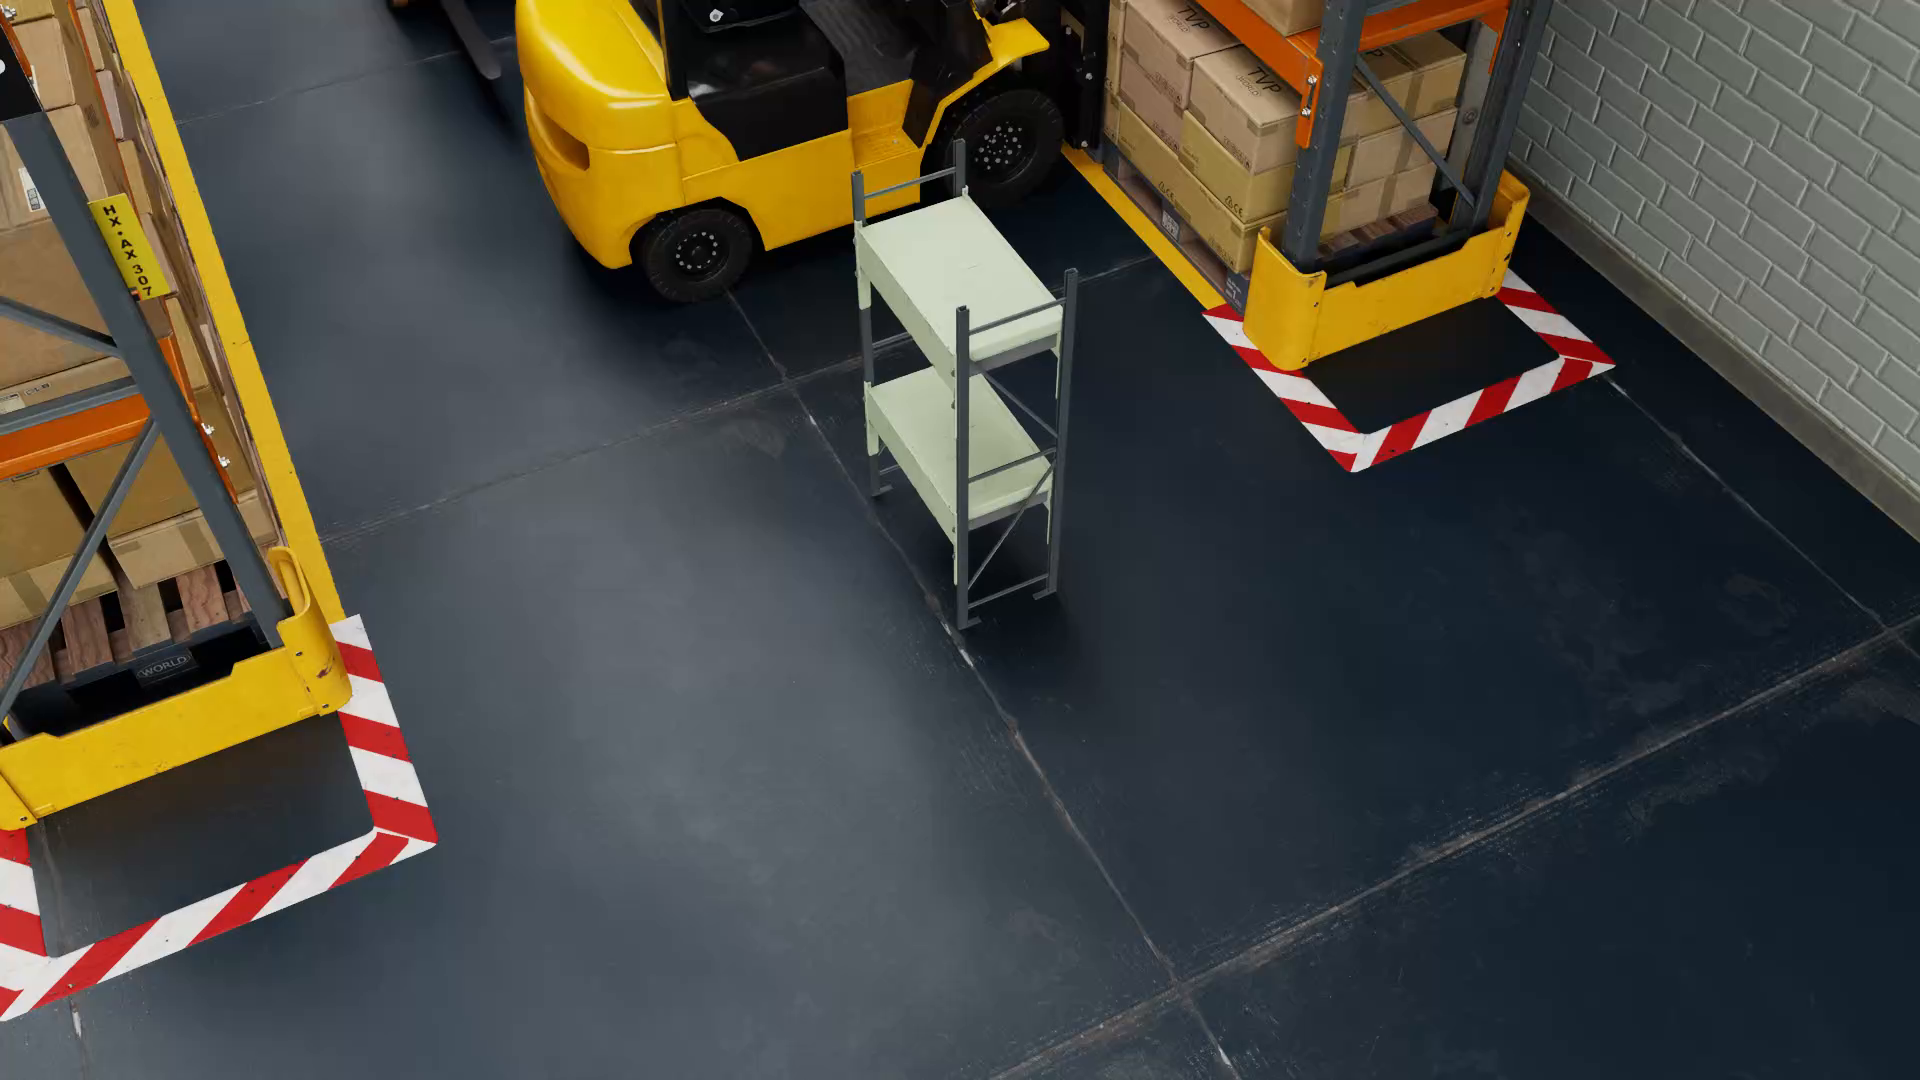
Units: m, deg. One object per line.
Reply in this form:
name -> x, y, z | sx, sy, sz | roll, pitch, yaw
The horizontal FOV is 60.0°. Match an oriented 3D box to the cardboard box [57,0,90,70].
cardboard box -> -3.338, -1.855, 5.616 | 0.500, 0.500, 0.500 | -22, 52, -18

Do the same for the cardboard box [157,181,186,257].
cardboard box -> -3.494, -1.200, 6.855 | 0.500, 0.250, 0.500 | -20, 52, -17

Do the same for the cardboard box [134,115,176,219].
cardboard box -> -3.722, -1.542, 7.154 | 0.500, 0.250, 0.500 | -22, 53, -18

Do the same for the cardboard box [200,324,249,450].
cardboard box -> -3.004, -0.500, 6.242 | 0.500, 0.250, 0.500 | -19, 52, -16

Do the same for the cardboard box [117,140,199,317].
cardboard box -> -3.254, -1.106, 6.274 | 0.500, 0.500, 0.500 | -20, 52, -17

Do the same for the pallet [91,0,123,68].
pallet -> -4.842, -2.568, 8.355 | 1.003, 0.211, 1.213 | -21, 52, -18

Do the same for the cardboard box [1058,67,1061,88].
cardboard box -> 0.564, -2.453, 7.950 | 0.500, 0.250, 0.500 | -20, 52, -16

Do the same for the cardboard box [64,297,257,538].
cardboard box -> -2.789, -0.419, 5.673 | 0.500, 0.500, 0.500 | -23, 53, -19

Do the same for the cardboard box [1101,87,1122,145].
cardboard box -> 0.822, -2.113, 7.653 | 0.500, 0.250, 0.500 | -21, 52, -17

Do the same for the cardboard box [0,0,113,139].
cardboard box -> -3.098, -1.517, 5.320 | 0.500, 0.500, 0.500 | -22, 52, -18

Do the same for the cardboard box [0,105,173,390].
cardboard box -> -2.624, -0.831, 4.720 | 0.500, 0.500, 0.500 | -22, 52, -18

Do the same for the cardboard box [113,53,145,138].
cardboard box -> -3.975, -1.895, 7.462 | 0.500, 0.250, 0.500 | -19, 52, -16

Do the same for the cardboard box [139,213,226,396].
cardboard box -> -3.032, -0.767, 5.978 | 0.500, 0.500, 0.500 | -23, 53, -19

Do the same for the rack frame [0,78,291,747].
rack frame -> -2.654, -0.288, 4.509 | 1.000, 3.000, 0.127 | -21, 52, -18

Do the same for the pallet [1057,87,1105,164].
pallet -> 0.816, -2.395, 8.204 | 1.003, 0.211, 1.213 | -21, 52, -18

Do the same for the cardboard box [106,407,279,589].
cardboard box -> -2.777, -0.156, 5.941 | 0.500, 0.250, 0.500 | -22, 52, -18

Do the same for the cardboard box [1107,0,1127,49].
cardboard box -> 0.791, -2.437, 7.272 | 0.500, 0.250, 0.500 | -21, 52, -17

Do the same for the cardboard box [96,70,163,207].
cardboard box -> -3.506, -1.460, 6.584 | 0.500, 0.500, 0.500 | -19, 51, -16

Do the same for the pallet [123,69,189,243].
pallet -> -4.146, -1.610, 7.518 | 1.003, 0.211, 1.213 | -21, 52, -18

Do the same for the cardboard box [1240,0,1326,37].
cardboard box -> 1.299, -2.272, 6.178 | 0.500, 0.500, 0.500 | -22, 52, -18

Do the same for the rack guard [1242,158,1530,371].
rack guard -> 1.769, -1.161, 6.933 | 1.175, 0.500, 0.348 | -21, 52, -18

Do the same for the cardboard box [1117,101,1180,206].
cardboard box -> 1.043, -1.775, 7.357 | 0.500, 0.250, 0.500 | -21, 52, -18

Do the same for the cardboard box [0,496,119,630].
cardboard box -> -3.274, 0.015, 5.792 | 0.500, 0.250, 0.500 | -21, 52, -18

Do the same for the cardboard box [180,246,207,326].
cardboard box -> -3.265, -0.861, 6.558 | 0.500, 0.250, 0.500 | -18, 51, -15

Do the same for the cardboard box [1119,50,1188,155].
cardboard box -> 1.037, -1.955, 7.183 | 0.500, 0.250, 0.500 | -22, 52, -18

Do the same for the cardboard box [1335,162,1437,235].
cardboard box -> 1.707, -1.629, 7.230 | 0.500, 0.250, 0.500 | -21, 52, -17

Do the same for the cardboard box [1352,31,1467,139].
cardboard box -> 1.706, -1.949, 6.845 | 0.500, 0.250, 0.500 | -22, 52, -18

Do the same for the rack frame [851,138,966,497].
rack frame -> -0.164, -0.734, 5.896 | 0.400, 1.500, 0.023 | -21, 52, -18

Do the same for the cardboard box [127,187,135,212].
cardboard box -> -2.878, -1.059, 5.350 | 0.380, 0.149, 0.250 | -20, 52, -17

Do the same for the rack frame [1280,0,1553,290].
rack frame -> 1.758, -2.000, 6.007 | 1.000, 3.000, 0.127 | -21, 52, -18

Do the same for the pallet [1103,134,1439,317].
pallet -> 1.371, -1.580, 7.491 | 1.003, 0.211, 1.213 | -21, 52, -18

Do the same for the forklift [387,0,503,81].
forklift -> -2.612, -4.120, 7.906 | 1.130, 2.935, 3.031 | -21, 52, -17

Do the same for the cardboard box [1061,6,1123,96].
cardboard box -> 0.782, -2.293, 7.479 | 0.500, 0.250, 0.500 | -22, 52, -18

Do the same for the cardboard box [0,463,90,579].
cardboard box -> -3.252, -0.214, 5.494 | 0.500, 0.500, 0.500 | -21, 52, -17

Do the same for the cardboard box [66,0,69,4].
cardboard box -> -3.598, -2.093, 6.255 | 0.380, 0.149, 0.250 | -22, 52, -18

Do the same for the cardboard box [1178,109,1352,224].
cardboard box -> 1.257, -1.616, 6.886 | 0.500, 0.250, 0.500 | -22, 52, -18

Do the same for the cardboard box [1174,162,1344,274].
cardboard box -> 1.262, -1.439, 7.063 | 0.500, 0.250, 0.500 | -21, 52, -17

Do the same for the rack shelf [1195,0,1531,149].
rack shelf -> 0.843, -3.102, 7.448 | 1.077, 0.370, 4.000 | -21, 52, -18

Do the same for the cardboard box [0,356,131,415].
cardboard box -> -2.625, -0.504, 4.865 | 0.380, 0.149, 0.250 | -21, 52, -17

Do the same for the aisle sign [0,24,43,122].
aisle sign -> -2.350, -1.209, 3.588 | 0.394, 0.787, 0.004 | -21, 52, -18

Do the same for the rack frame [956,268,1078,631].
rack frame -> 0.171, -0.244, 5.467 | 0.400, 1.500, 0.023 | -21, 52, -18

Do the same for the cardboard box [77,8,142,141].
cardboard box -> -3.741, -1.802, 6.882 | 0.500, 0.500, 0.500 | -20, 52, -17

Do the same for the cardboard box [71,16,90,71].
cardboard box -> -3.358, -1.752, 5.957 | 0.380, 0.149, 0.250 | -21, 52, -17

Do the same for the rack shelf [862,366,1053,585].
rack shelf -> 0.003, -0.275, 5.927 | 0.431, 0.370, 0.720 | -21, 52, -18

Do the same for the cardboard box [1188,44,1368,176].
cardboard box -> 1.270, -1.763, 6.683 | 0.500, 0.250, 0.500 | -20, 52, -16

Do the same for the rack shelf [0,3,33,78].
rack shelf -> -3.569, -2.377, 4.821 | 1.077, 0.370, 4.000 | -21, 52, -18

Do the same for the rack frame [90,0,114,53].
rack frame -> -4.484, -2.965, 6.851 | 1.000, 3.000, 0.127 | -21, 52, -18

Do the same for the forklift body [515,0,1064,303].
forklift body -> -0.732, -2.361, 6.886 | 2.313, 2.155, 1.214 | -21, 52, -18

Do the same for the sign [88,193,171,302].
sign -> -2.172, -0.760, 4.347 | 0.100, 0.325, 0.005 | -21, 52, -18

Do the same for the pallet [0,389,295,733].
pallet -> -3.029, 0.023, 6.089 | 1.003, 0.211, 1.213 | -21, 52, -18

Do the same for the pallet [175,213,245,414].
pallet -> -3.583, -0.792, 6.803 | 1.003, 0.211, 1.213 | -21, 52, -18

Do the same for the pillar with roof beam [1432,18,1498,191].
pillar with roof beam -> -1.587, -3.269, 3.131 | 9.100, 9.000, 0.400 | -21, 52, -18

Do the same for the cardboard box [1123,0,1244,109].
cardboard box -> 1.031, -2.103, 6.980 | 0.500, 0.250, 0.500 | -20, 52, -17

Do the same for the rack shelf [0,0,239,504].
rack shelf -> -3.569, -1.390, 5.951 | 1.077, 0.370, 4.000 | -21, 52, -18

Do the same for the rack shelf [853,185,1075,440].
rack shelf -> 0.003, -0.746, 5.388 | 0.431, 0.370, 0.720 | -21, 52, -18

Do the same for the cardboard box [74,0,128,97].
cardboard box -> -3.975, -2.141, 7.180 | 0.500, 0.500, 0.500 | -22, 52, -18

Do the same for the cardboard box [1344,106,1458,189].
cardboard box -> 1.727, -1.784, 7.033 | 0.500, 0.250, 0.500 | -20, 52, -17

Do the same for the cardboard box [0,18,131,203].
cardboard box -> -2.864, -1.177, 5.022 | 0.500, 0.500, 0.500 | -20, 52, -16

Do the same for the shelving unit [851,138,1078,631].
shelving unit -> 0.003, -0.489, 5.682 | 0.431, 1.500, 0.755 | -21, 52, -18

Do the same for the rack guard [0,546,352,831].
rack guard -> -2.689, 0.484, 5.494 | 1.175, 0.500, 0.348 | -21, 52, -18
